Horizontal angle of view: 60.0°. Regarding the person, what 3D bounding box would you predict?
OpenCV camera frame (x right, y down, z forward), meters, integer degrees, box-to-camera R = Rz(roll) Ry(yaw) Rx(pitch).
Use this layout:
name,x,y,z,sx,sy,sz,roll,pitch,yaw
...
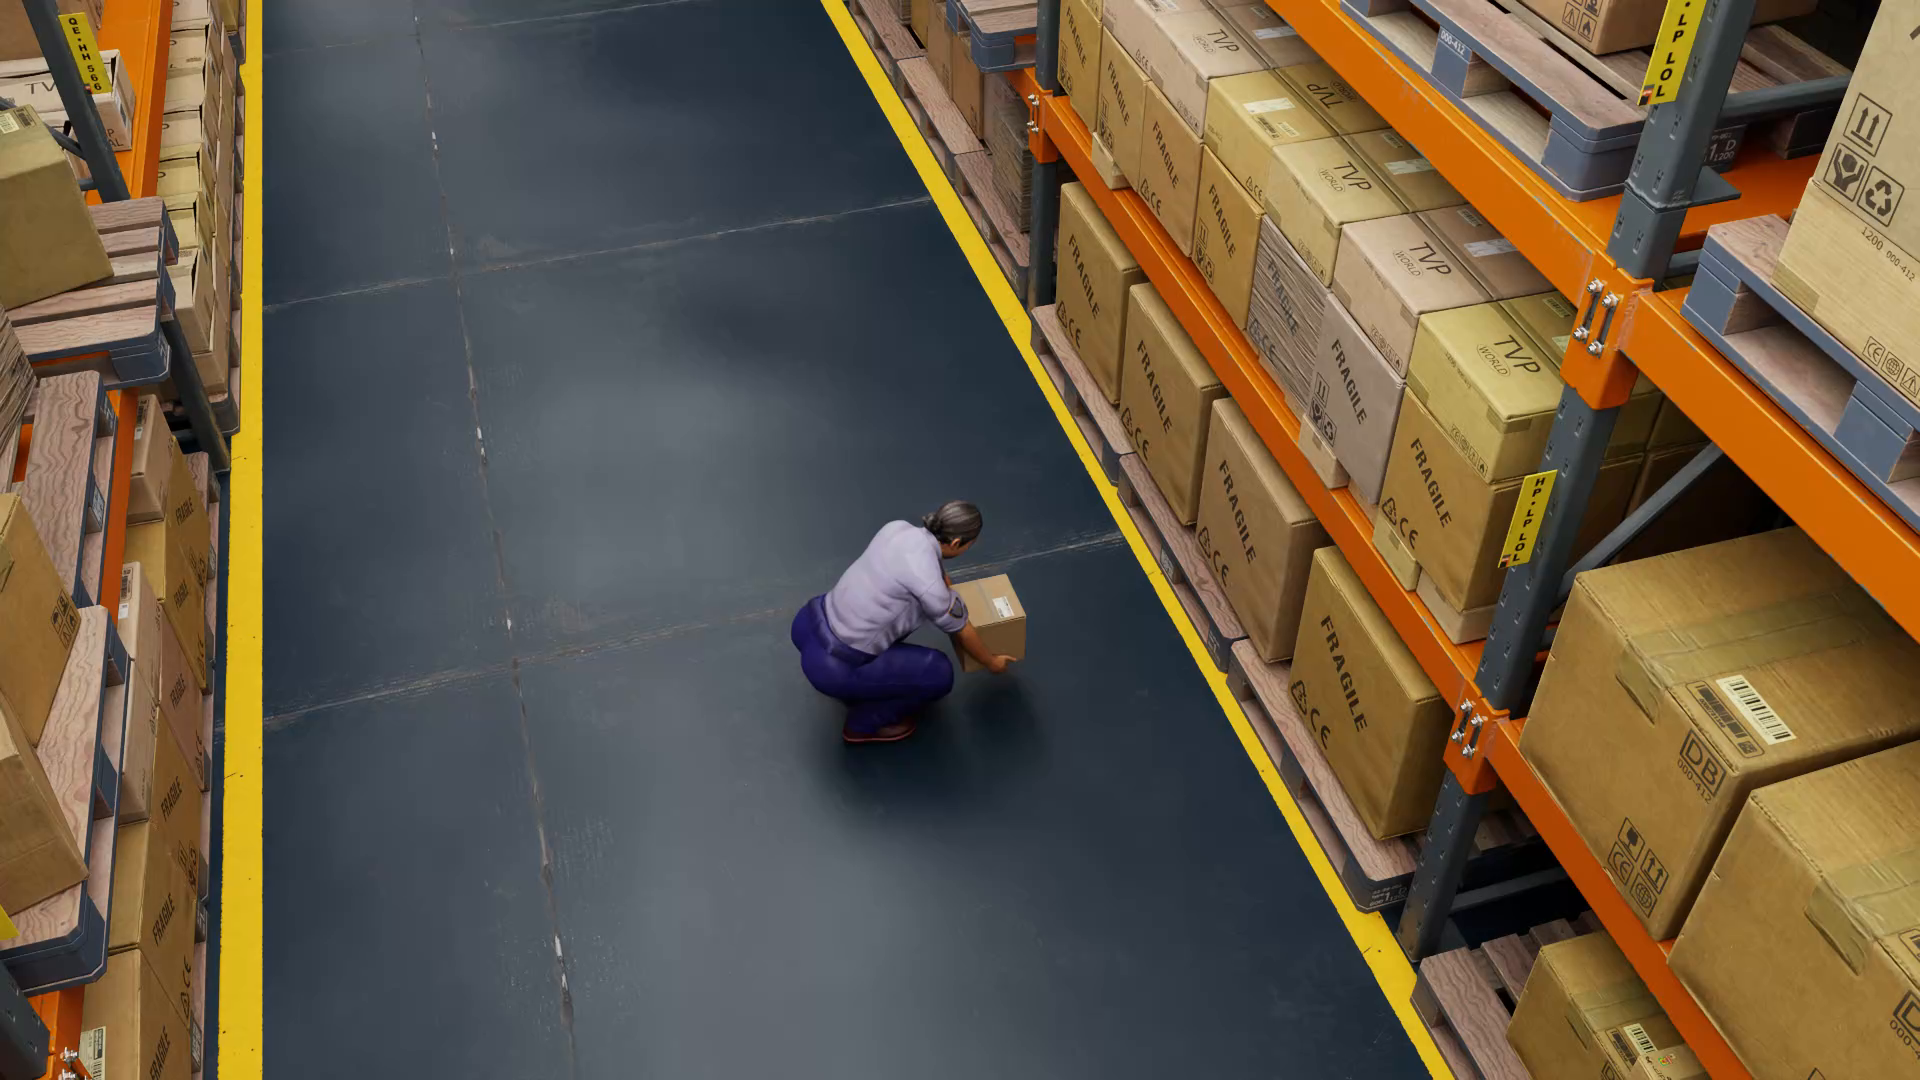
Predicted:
name,x,y,z,sx,sy,sz,roll,pitch,yaw
person,-0.222,0.296,6.387,0.851,0.938,0.517,-13,44,-14
